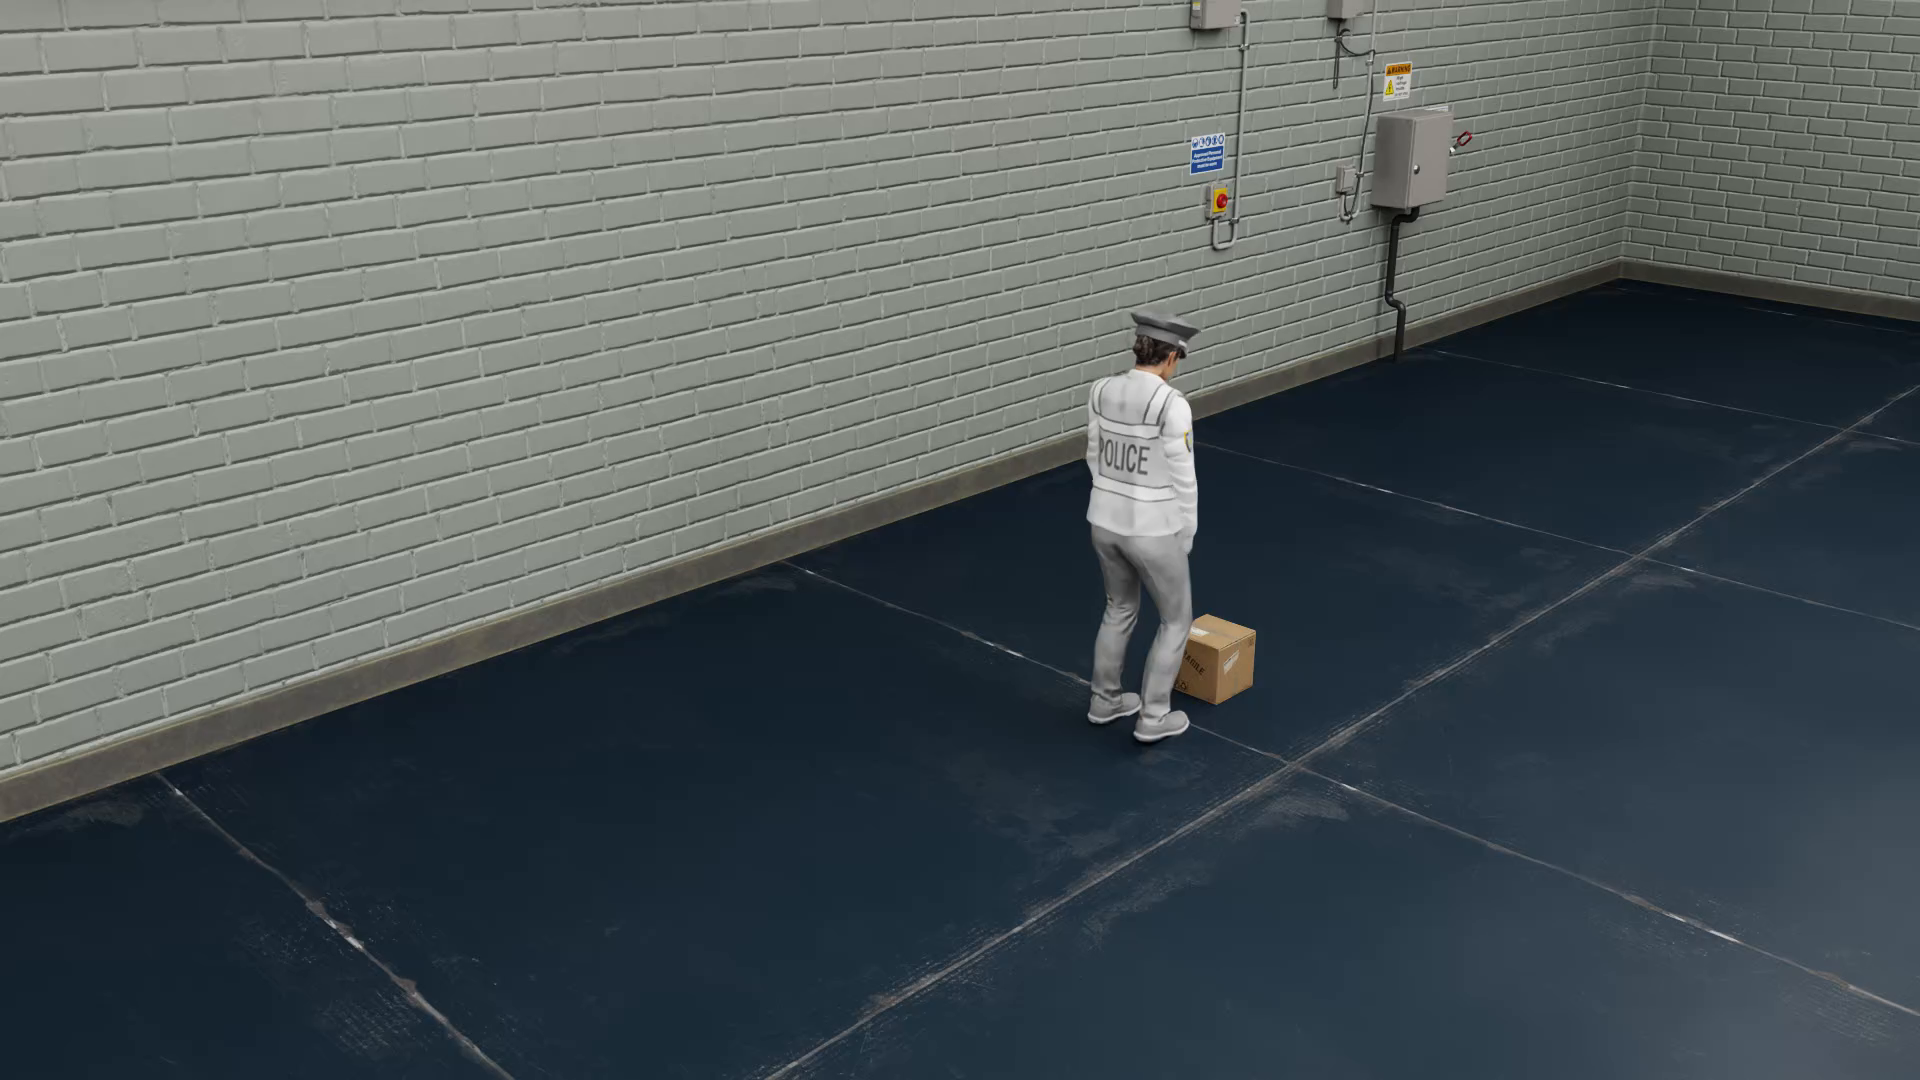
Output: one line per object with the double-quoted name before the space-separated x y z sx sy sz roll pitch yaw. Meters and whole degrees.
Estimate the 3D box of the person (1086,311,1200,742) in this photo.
"person" 0.681 -0.047 6.263 0.428 1.636 0.496 -19 28 -41
